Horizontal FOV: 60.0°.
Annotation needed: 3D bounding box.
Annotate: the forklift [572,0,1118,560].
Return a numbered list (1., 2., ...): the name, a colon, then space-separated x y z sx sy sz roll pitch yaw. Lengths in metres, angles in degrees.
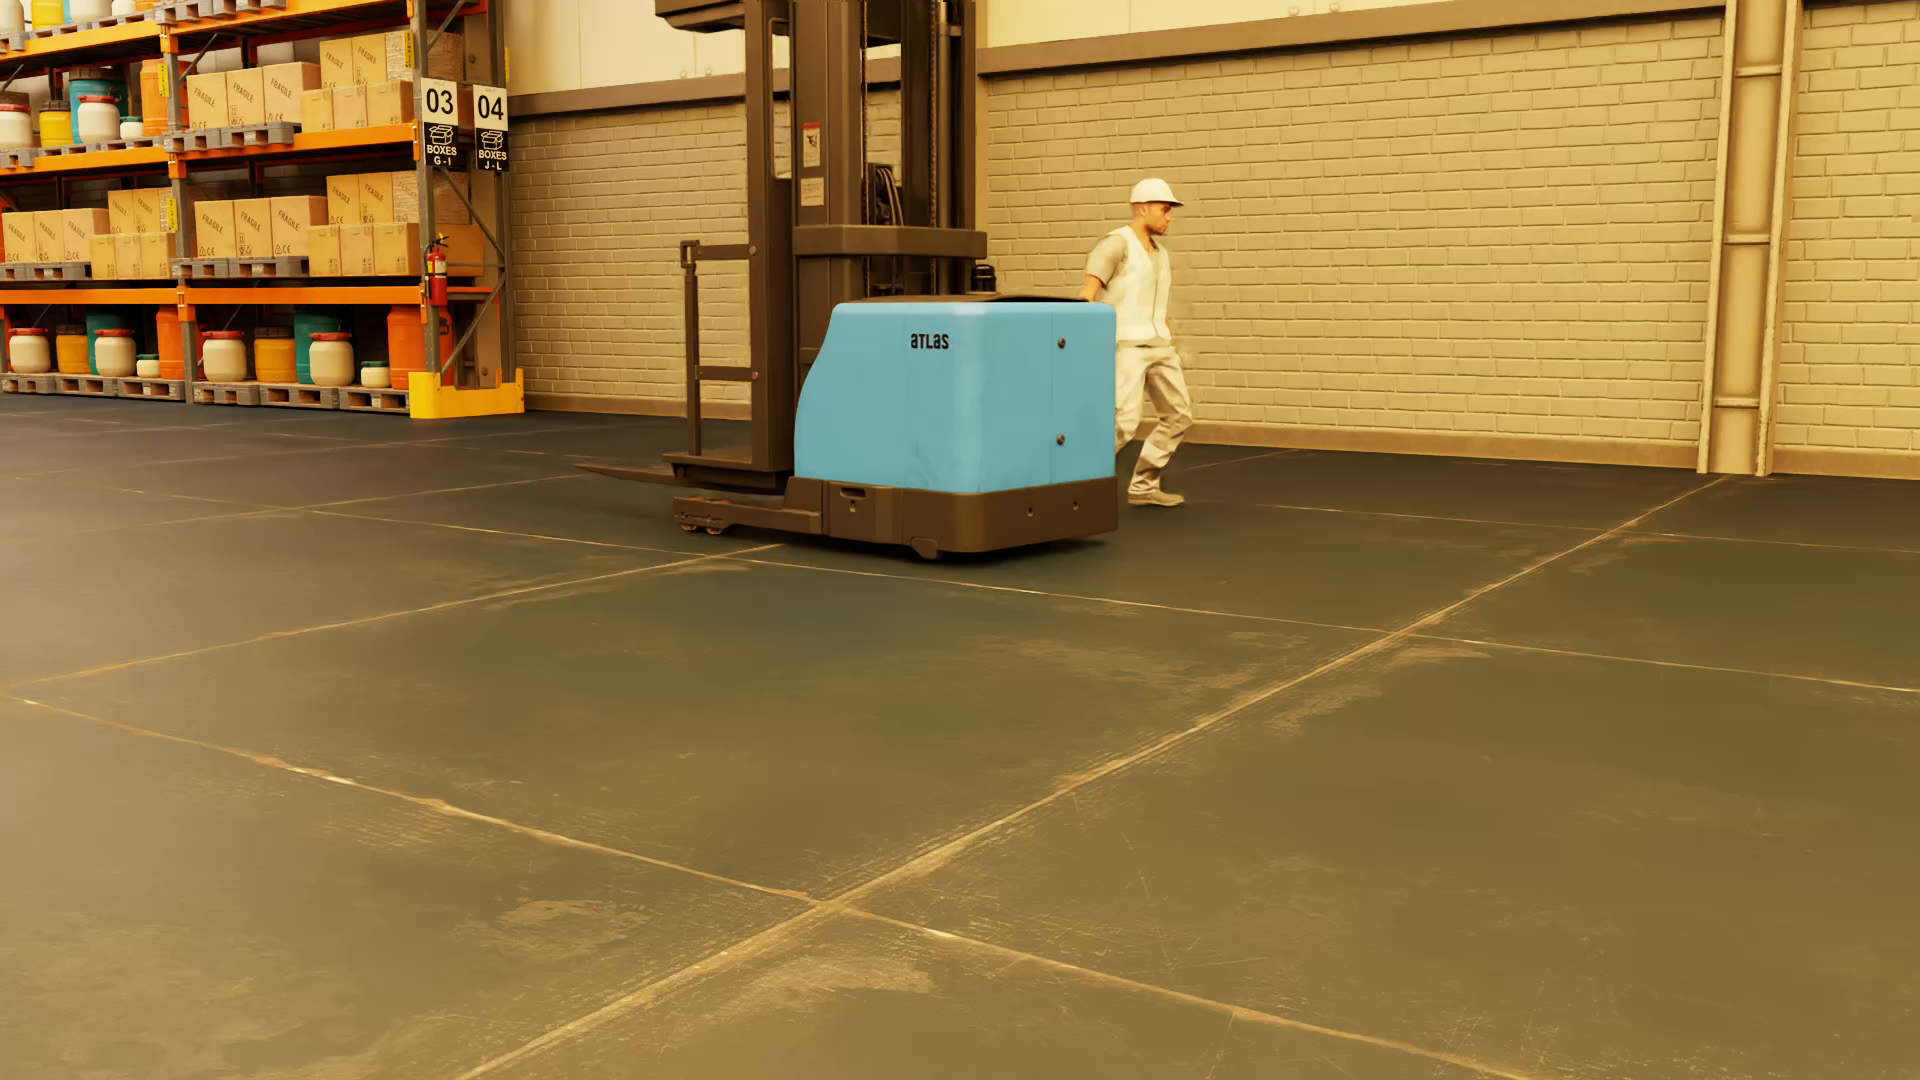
1. forklift: -0.722 -1.520 7.884 3.031 2.935 1.130 7 11 42

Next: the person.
1. person: 0.823 -0.998 8.580 0.894 1.702 0.493 -8 11 -44
